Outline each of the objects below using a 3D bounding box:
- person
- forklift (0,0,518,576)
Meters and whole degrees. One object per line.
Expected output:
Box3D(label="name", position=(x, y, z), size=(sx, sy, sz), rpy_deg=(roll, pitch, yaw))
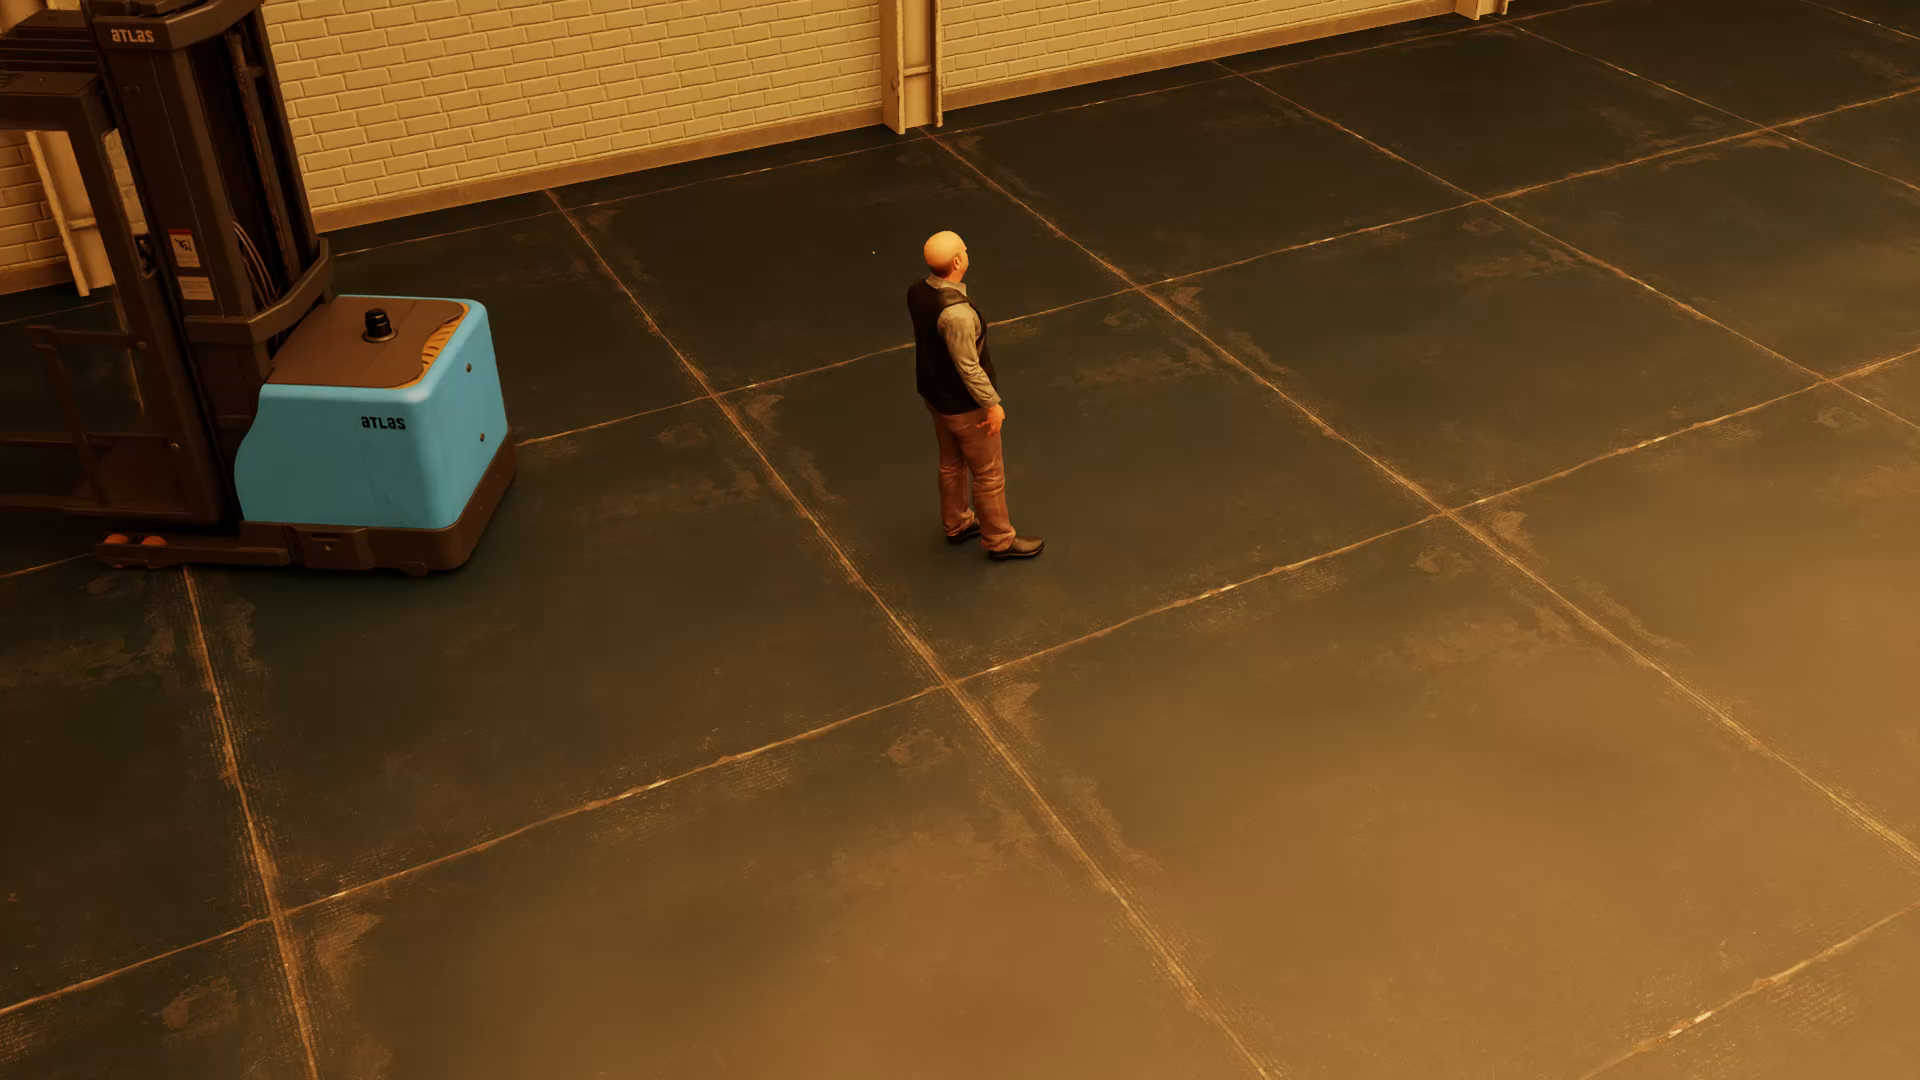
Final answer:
Box3D(label="person", position=(0.059, -0.722, 8.180), size=(0.566, 1.722, 0.633), rpy_deg=(-17, 39, -23))
Box3D(label="forklift", position=(-3.962, -1.352, 8.035), size=(3.031, 2.935, 1.130), rpy_deg=(3, 35, 4))
